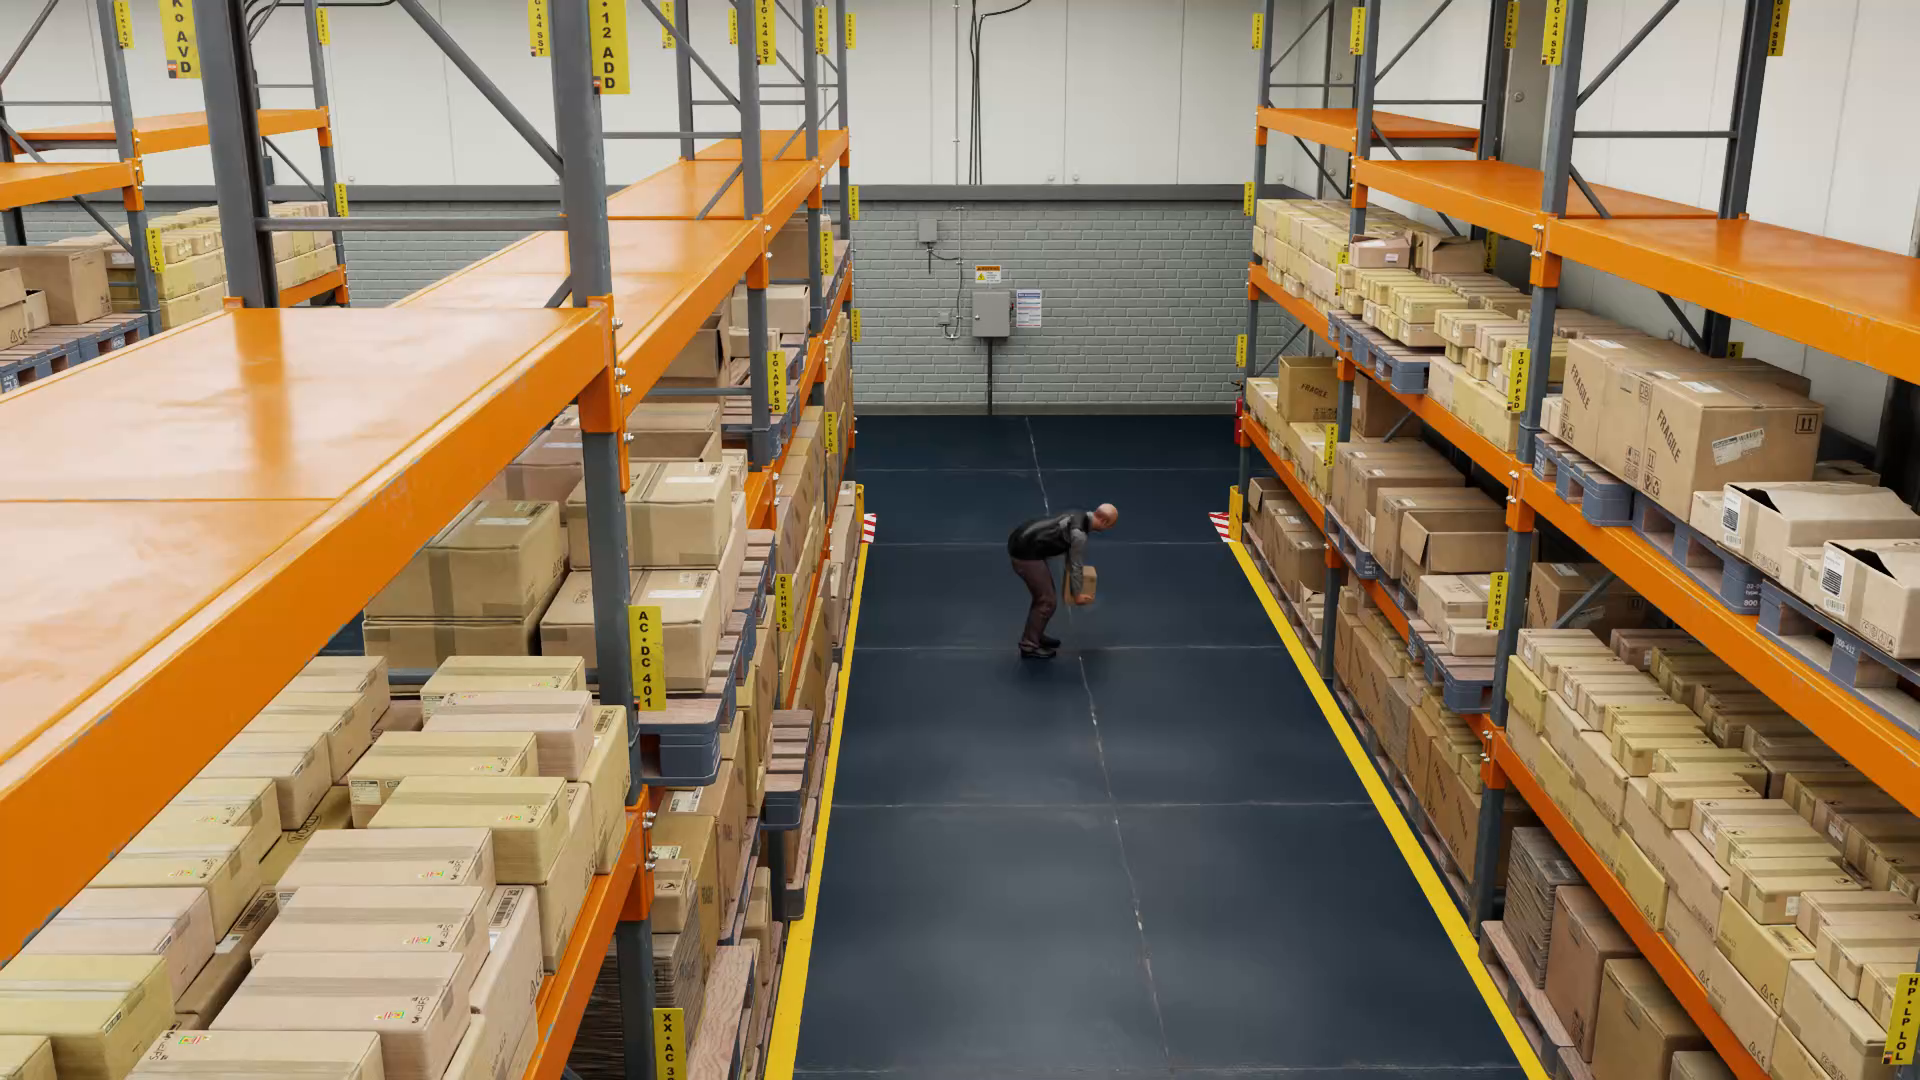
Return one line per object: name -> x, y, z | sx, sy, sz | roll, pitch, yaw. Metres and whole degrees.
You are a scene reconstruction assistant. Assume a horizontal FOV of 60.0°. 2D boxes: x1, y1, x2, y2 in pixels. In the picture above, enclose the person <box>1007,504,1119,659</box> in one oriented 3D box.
person -> 0.853, 0.321, 13.877 | 0.916, 1.281, 0.463 | -1, 17, -2
